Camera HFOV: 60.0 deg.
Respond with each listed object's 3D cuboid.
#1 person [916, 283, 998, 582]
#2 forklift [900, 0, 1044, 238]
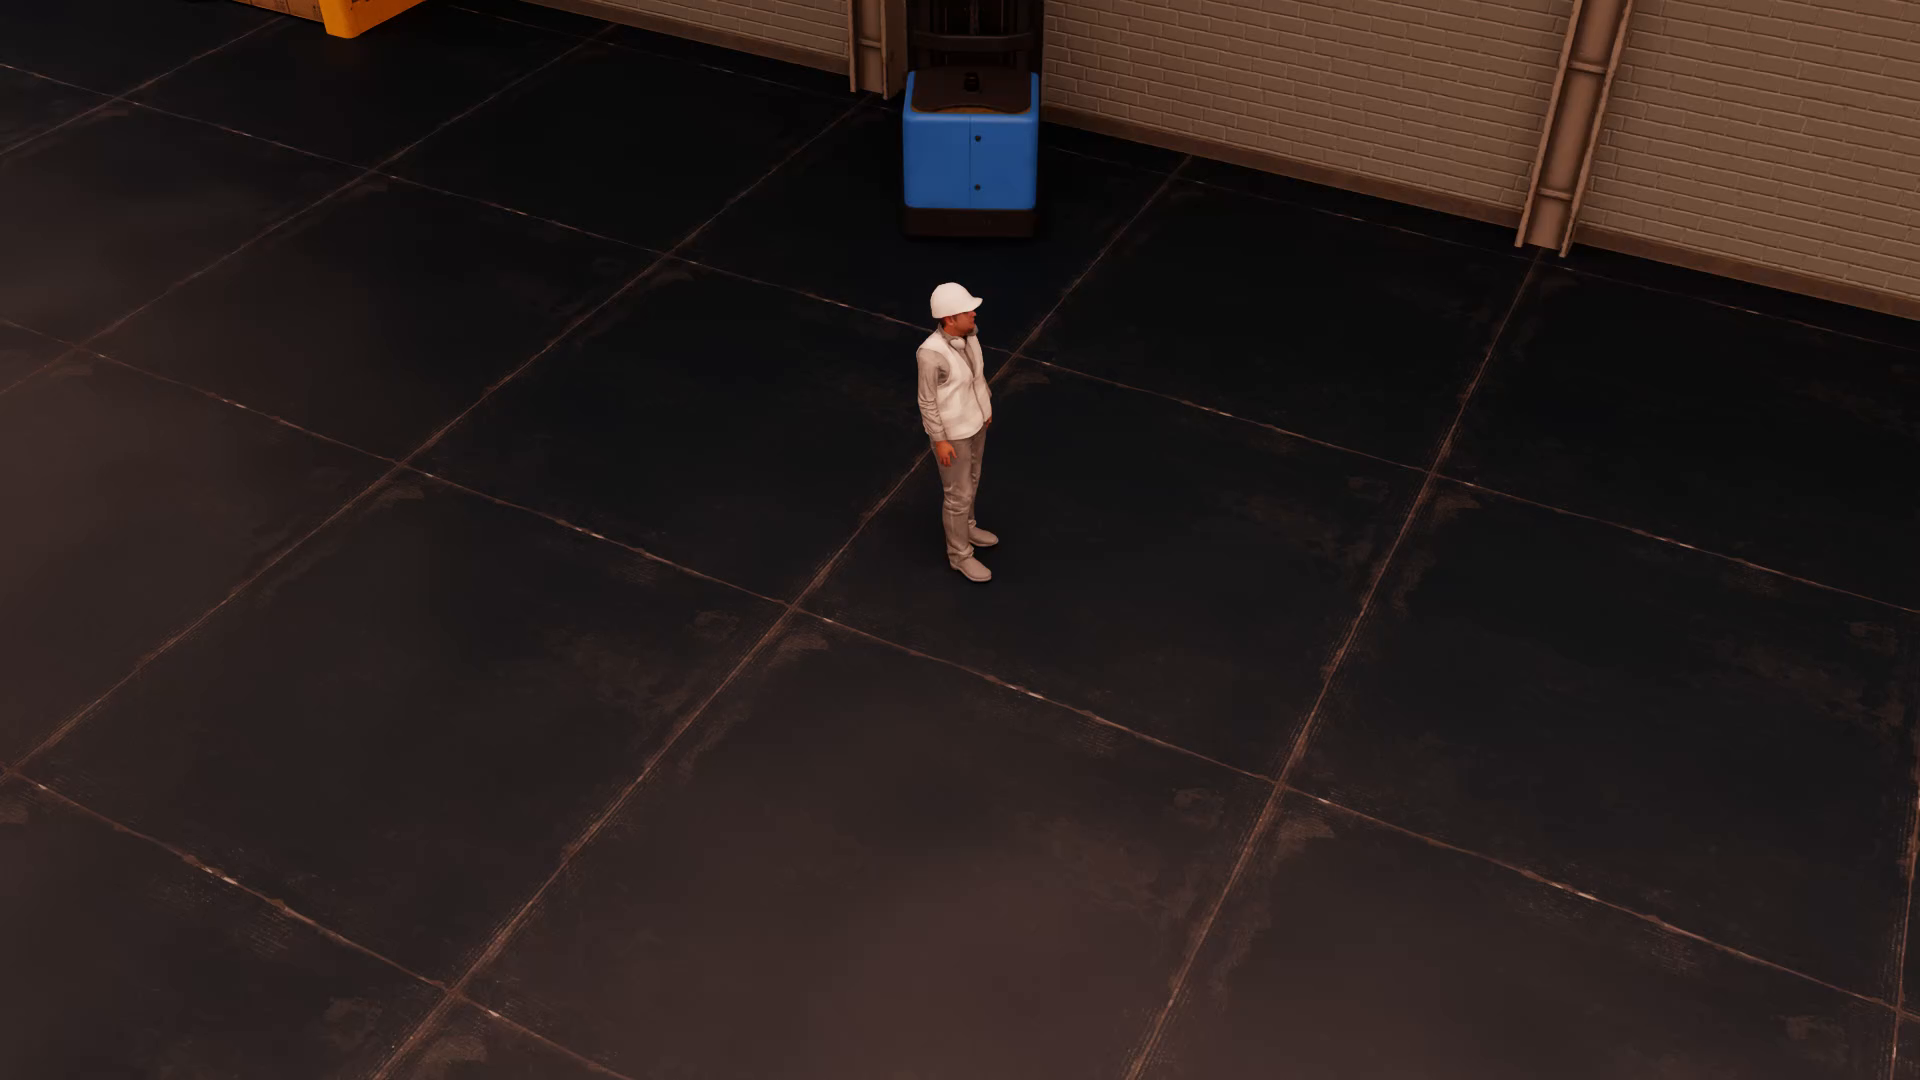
[{"bbox_3d":[0.053,-0.661,9.659,0.566,1.775,0.634,18,43,21],"label":"person"},{"bbox_3d":[0.128,-4.400,13.211,1.130,2.935,3.031,1,40,2],"label":"forklift"}]
